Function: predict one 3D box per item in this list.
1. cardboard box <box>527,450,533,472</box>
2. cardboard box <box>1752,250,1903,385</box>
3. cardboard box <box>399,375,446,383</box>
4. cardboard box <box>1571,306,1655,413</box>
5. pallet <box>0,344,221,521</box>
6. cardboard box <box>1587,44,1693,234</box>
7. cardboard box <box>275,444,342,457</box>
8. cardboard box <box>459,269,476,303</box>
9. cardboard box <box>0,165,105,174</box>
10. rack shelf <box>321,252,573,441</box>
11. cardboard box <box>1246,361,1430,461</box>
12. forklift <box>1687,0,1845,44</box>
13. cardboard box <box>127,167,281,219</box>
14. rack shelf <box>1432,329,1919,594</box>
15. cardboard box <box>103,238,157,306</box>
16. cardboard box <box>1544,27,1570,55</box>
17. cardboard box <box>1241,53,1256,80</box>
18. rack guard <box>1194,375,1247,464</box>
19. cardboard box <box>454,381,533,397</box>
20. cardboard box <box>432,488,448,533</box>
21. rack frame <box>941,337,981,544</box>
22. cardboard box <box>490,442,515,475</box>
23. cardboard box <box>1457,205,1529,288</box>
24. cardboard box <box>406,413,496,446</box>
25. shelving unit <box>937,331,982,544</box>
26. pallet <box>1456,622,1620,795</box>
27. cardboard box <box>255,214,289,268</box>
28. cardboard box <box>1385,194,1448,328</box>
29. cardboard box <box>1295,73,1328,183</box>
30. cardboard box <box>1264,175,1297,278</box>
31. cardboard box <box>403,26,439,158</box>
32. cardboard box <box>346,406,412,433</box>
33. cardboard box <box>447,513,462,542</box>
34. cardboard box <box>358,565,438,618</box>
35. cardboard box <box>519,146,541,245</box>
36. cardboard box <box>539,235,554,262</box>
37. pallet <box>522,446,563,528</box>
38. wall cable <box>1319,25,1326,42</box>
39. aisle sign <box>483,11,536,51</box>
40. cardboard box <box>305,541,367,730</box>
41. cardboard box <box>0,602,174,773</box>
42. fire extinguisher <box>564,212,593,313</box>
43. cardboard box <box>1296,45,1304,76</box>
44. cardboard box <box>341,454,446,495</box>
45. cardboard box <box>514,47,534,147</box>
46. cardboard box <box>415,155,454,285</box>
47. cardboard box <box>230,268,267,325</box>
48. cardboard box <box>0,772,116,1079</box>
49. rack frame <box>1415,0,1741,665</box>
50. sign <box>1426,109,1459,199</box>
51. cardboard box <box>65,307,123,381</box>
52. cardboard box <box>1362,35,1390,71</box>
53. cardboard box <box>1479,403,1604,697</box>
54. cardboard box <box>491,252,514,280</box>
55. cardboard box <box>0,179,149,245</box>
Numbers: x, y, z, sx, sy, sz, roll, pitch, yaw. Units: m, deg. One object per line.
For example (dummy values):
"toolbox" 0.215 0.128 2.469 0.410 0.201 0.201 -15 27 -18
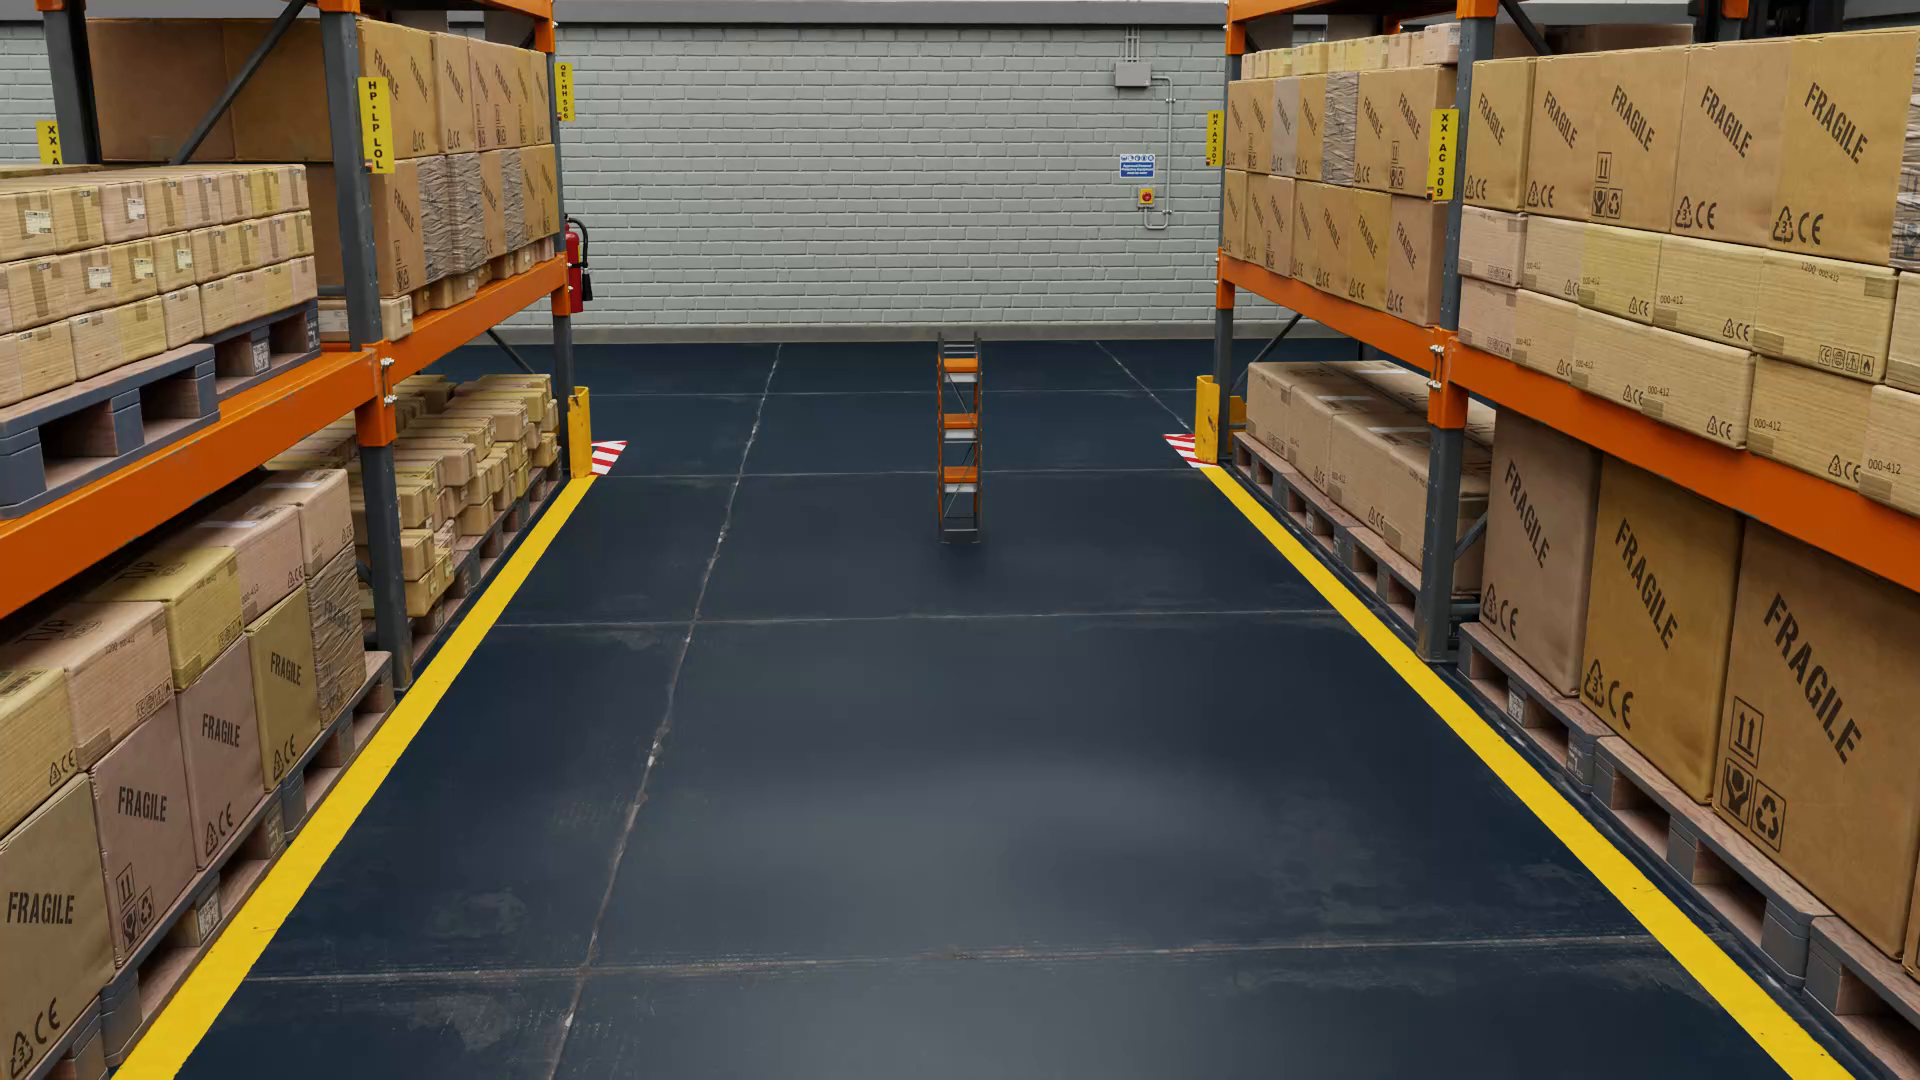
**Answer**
"cardboard box" -2.553 -0.439 9.090 0.380 0.149 0.250 -1 14 -4
"cardboard box" 2.218 -0.525 3.846 0.500 0.250 0.500 -1 14 -5
"cardboard box" -3.147 -0.848 9.488 0.380 0.149 0.250 -2 15 -6
"cardboard box" 2.154 -0.537 4.896 0.500 0.250 0.500 -1 14 -4
"pallet" -2.509 -0.282 3.988 1.003 0.211 1.213 -1 14 -3
"cardboard box" 2.169 -1.148 4.760 0.500 0.500 0.500 -1 14 -5
"cardboard box" -3.000 -0.330 7.473 0.380 0.149 0.250 -2 15 -6
"cardboard box" -2.414 -1.159 7.514 0.380 0.149 0.250 0 14 -1
"cardboard box" -3.028 -1.143 5.416 0.380 0.149 0.250 0 14 -1
"rack shelf" -2.717 -1.027 7.943 1.077 0.370 4.000 -1 14 -3
"cardboard box" 2.234 -0.774 9.816 0.875 0.438 0.875 -1 14 -5
"forklift" 4.943 -1.757 9.472 1.130 2.935 3.031 -8 16 -28
"cardboard box" -2.356 -1.084 5.189 0.380 0.149 0.250 -1 14 -5
"rack shelf" 2.465 -0.134 4.471 1.077 0.370 4.000 -1 14 -3
"cardboard box" -2.286 -0.680 4.215 0.380 0.149 0.250 -1 14 -3
"cardboard box" 2.549 -1.973 6.664 0.380 0.149 0.250 -1 14 -3
"cardboard box" 1.839 -2.729 9.603 0.380 0.149 0.250 -1 14 -2
"rack guard" 2.092 -0.770 10.515 1.175 0.500 0.348 -1 14 -3
"cardboard box" -2.597 -0.793 9.272 0.380 0.149 0.250 -1 14 -2
"cardboard box" -2.466 -0.129 7.289 0.380 0.149 0.250 -2 15 -6
"rack frame" 0.004 -0.491 8.329 0.200 1.050 0.008 -1 14 -3
"cardboard box" -2.447 -0.391 8.308 0.380 0.149 0.250 0 14 -1
"cardboard box" 2.087 -1.035 5.829 0.500 0.250 0.500 -1 14 -5
"cardboard box" -2.523 -0.532 8.258 0.380 0.149 0.250 -1 14 -5
"shelving unit" -0.003 -0.522 8.447 0.215 1.050 0.252 -1 14 -3
"pallet" 2.464 0.561 5.921 1.003 0.211 1.213 -1 14 -3
"cardboard box" -2.354 -0.943 5.234 0.380 0.149 0.250 -1 14 -3
"cardboard box" 2.057 -1.140 6.735 0.500 0.500 0.500 -1 14 -3
"cardboard box" 1.949 -2.003 8.084 0.500 0.500 0.500 -1 14 -3
"cardboard box" 1.909 -1.647 8.707 0.500 0.500 0.500 -1 14 -4
"cardboard box" -2.425 -1.800 6.696 0.500 0.500 0.500 -1 14 -5
"cardboard box" -3.017 -0.587 8.474 0.380 0.149 0.250 0 14 -1
"cardboard box" -2.496 -0.052 7.589 0.380 0.149 0.250 -2 15 -6
"cardboard box" -2.295 0.204 6.594 0.380 0.149 0.250 -2 15 -6
"cardboard box" -2.529 -1.830 8.820 0.500 0.500 0.500 -1 14 -4
"cardboard box" -2.539 -1.675 9.519 0.380 0.149 0.250 -1 14 -3
"pallet" -2.821 -0.301 9.273 1.003 0.211 1.213 -1 14 -3
"wall cable" 3.136 -3.893 15.600 0.588 1.984 0.122 -1 14 -3
"aisle sign" -2.546 -3.155 9.551 0.394 0.787 0.004 -1 14 -3
"cardboard box" -2.296 0.309 5.479 0.500 0.500 0.500 -1 14 -5
"cardboard box" -2.196 0.336 3.869 0.500 0.250 0.500 -1 14 -3
"fire extinguisher" -2.396 -1.725 10.113 0.296 0.674 0.183 -1 14 -3
"cardboard box" 1.905 -2.406 8.348 0.380 0.149 0.250 -1 14 -3
"cardboard box" -2.469 -0.274 7.256 0.380 0.149 0.250 -1 14 -5
"cardboard box" -2.533 -2.314 8.695 0.500 0.500 0.500 -1 14 -5
"cardboard box" -2.410 -1.321 6.842 0.500 0.500 0.500 -1 14 -3
"cardboard box" -2.341 -0.738 5.035 0.380 0.149 0.250 -1 14 -4
"cardboard box" -2.169 0.819 3.497 0.500 0.500 0.500 -1 14 -3
"rack frame" 2.341 -0.980 6.314 1.000 3.000 0.127 -1 14 -3
"sign" 1.787 -1.428 6.162 0.100 0.325 0.005 -1 14 -3
"cardboard box" -2.270 -0.474 4.010 0.380 0.149 0.250 -1 14 -5
"cardboard box" 2.006 -2.152 7.362 0.380 0.149 0.250 -1 14 -4
"cardboard box" 2.460 -0.001 5.932 0.875 0.875 0.875 0 14 -2
"cardboard box" -2.504 -1.421 8.533 0.380 0.149 0.250 -2 15 -6
"cardboard box" -2.293 -0.827 4.188 0.380 0.149 0.250 -2 15 -6
